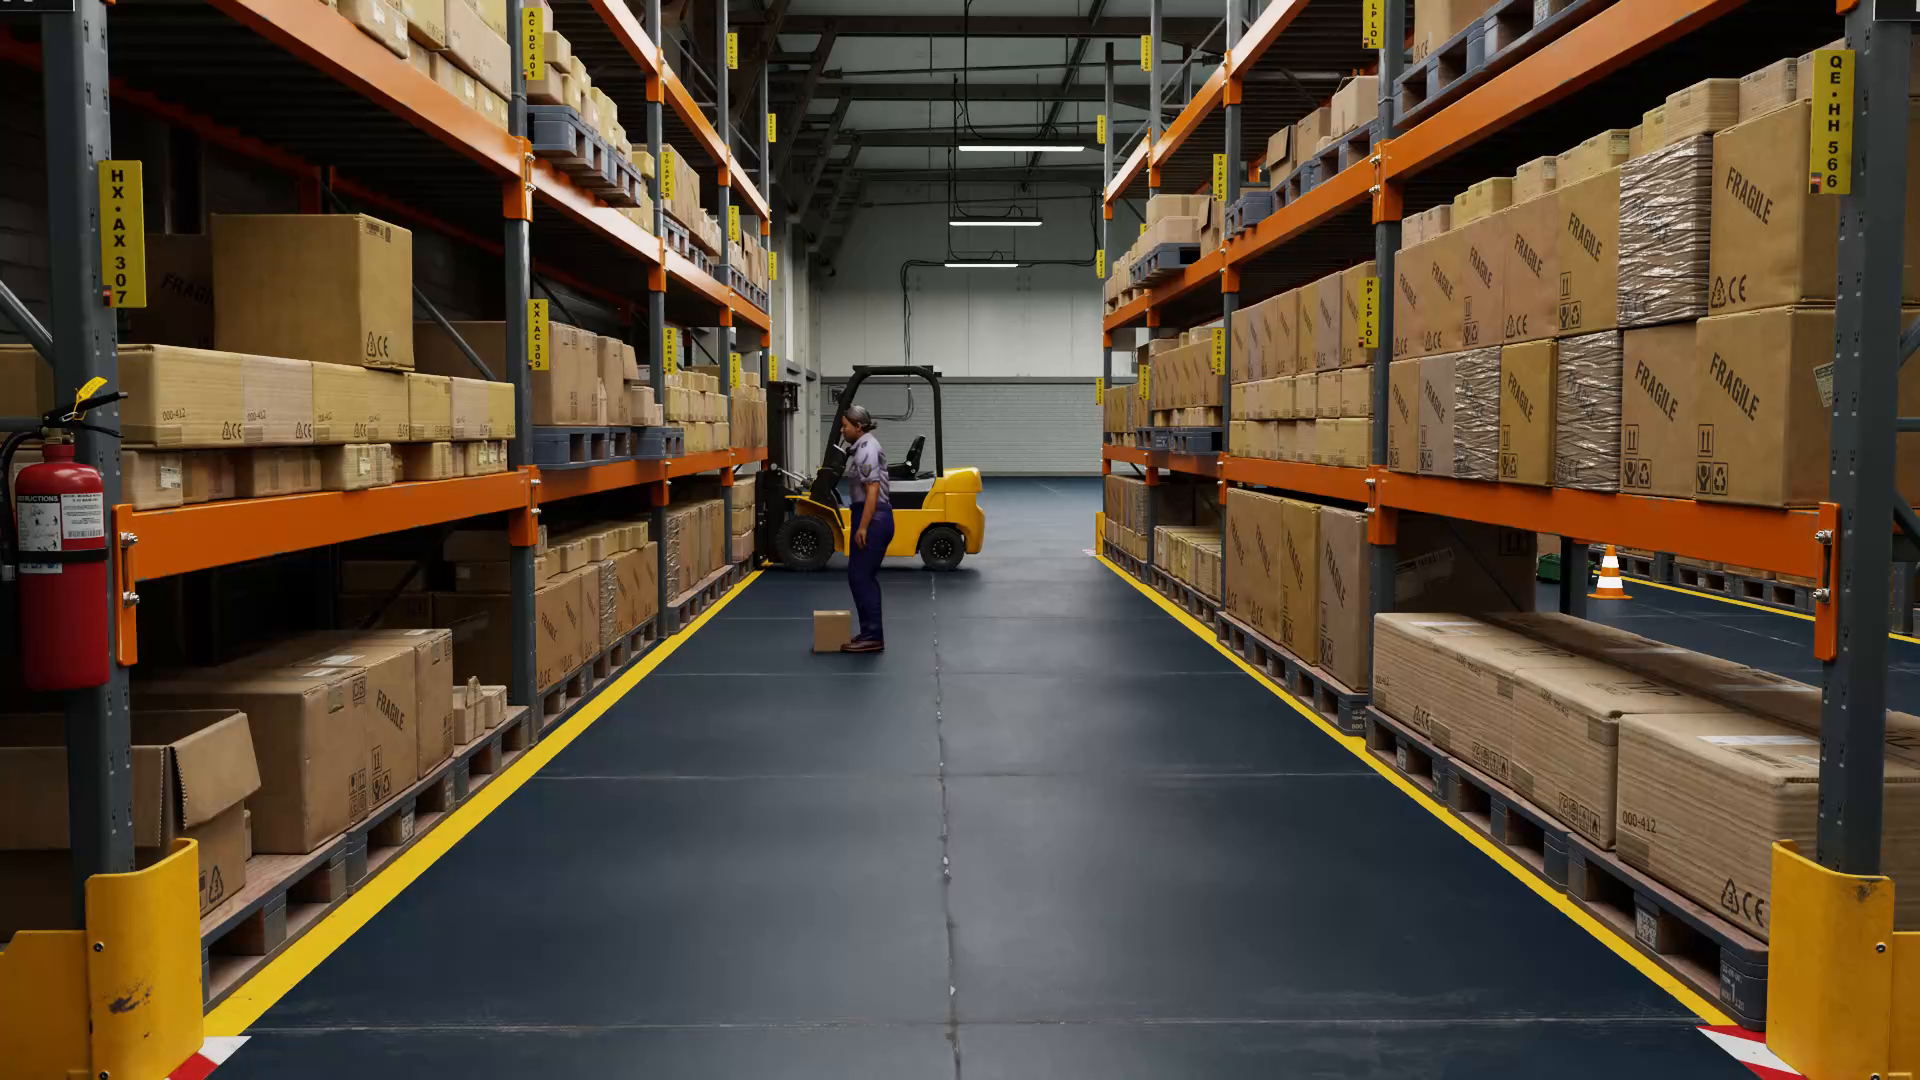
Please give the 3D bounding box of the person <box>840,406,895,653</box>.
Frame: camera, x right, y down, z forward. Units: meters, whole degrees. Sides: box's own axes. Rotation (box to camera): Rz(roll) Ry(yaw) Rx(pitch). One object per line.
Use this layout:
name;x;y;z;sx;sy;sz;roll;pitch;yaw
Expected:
person;-0.629;-0.081;11.268;0.373;1.651;0.537;0;4;-2
